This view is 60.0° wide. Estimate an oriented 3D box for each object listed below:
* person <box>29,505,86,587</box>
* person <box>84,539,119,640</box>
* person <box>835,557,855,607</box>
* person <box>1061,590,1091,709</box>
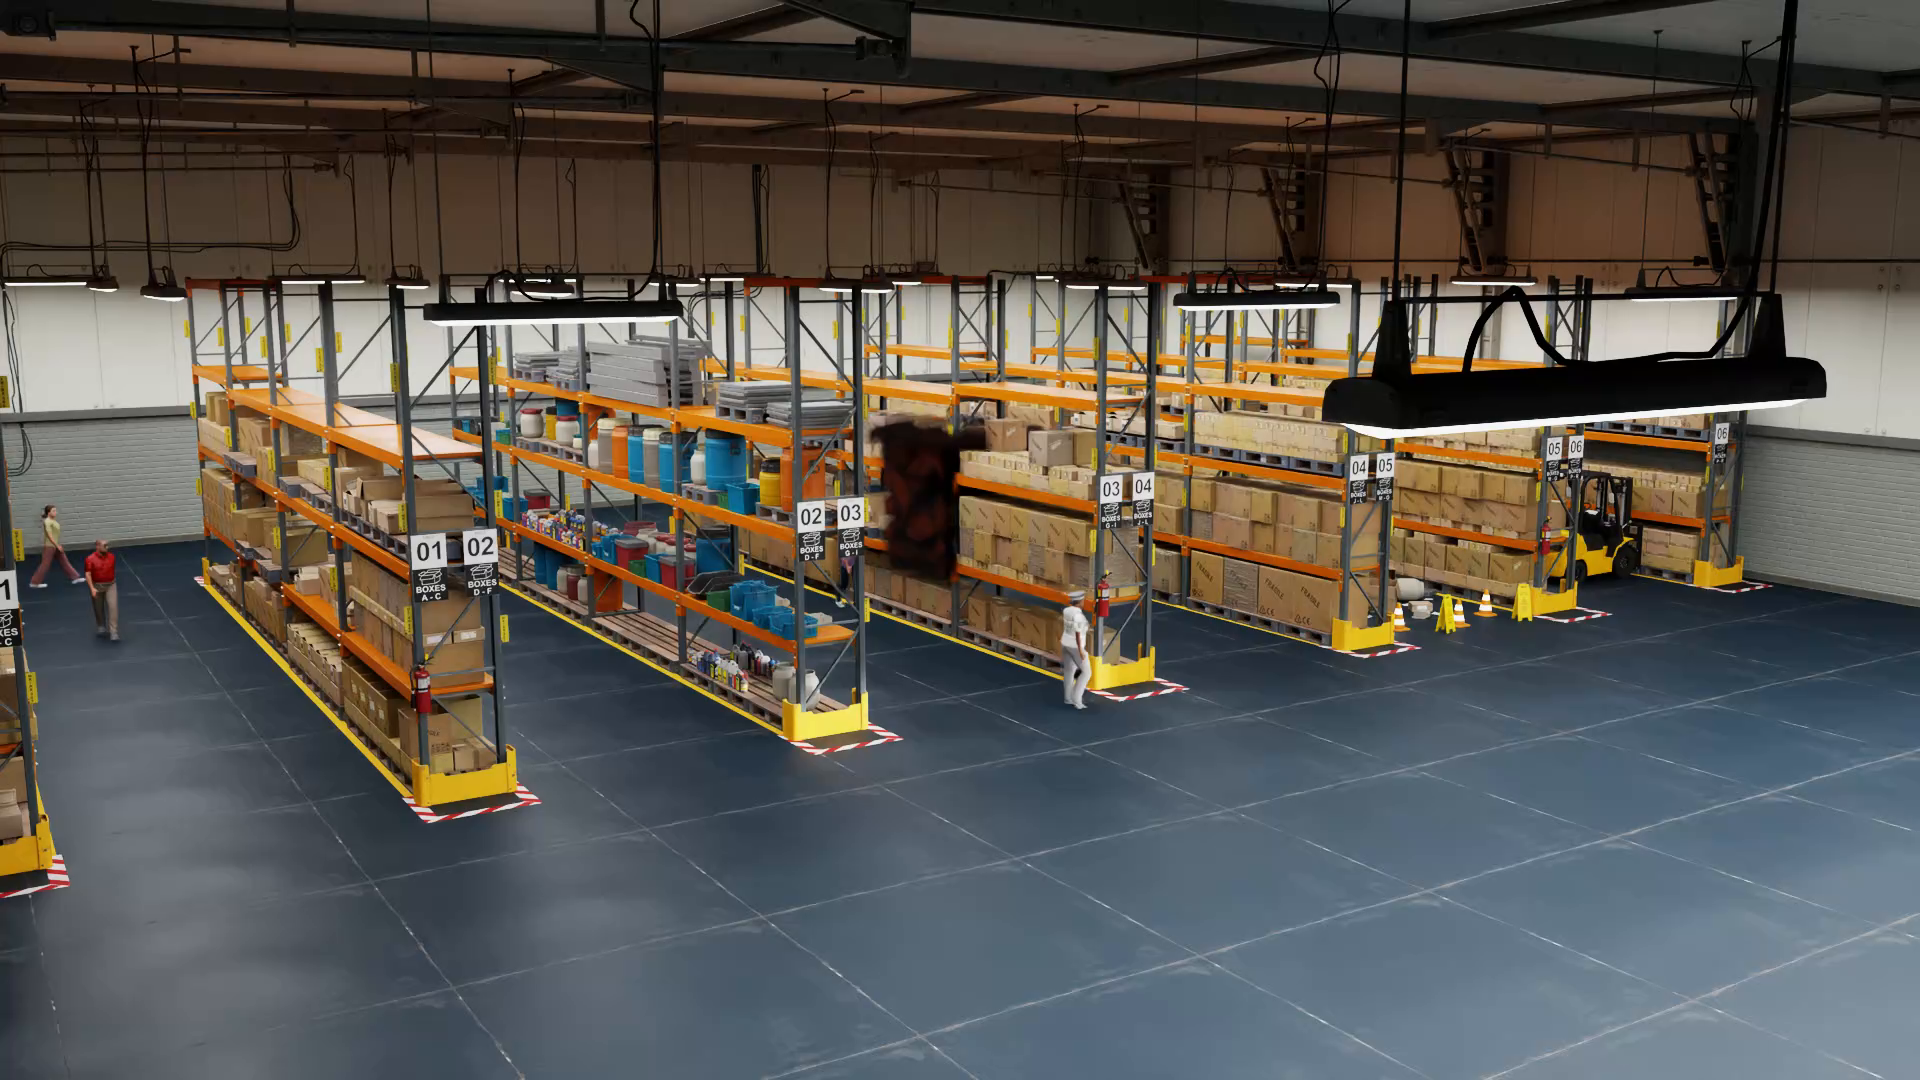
[{"bbox_3d":[-17.639,0.098,32.435,1.036,1.602,0.541,-6,11,-31],"label":"person"},{"bbox_3d":[-14.478,0.816,28.049,0.485,1.682,0.991,-5,11,-28],"label":"person"},{"bbox_3d":[-1.926,0.439,28.894,0.400,1.566,0.792,-6,11,-32],"label":"person"},{"bbox_3d":[1.645,1.563,23.840,0.365,1.698,0.515,-5,11,-26],"label":"person"}]
